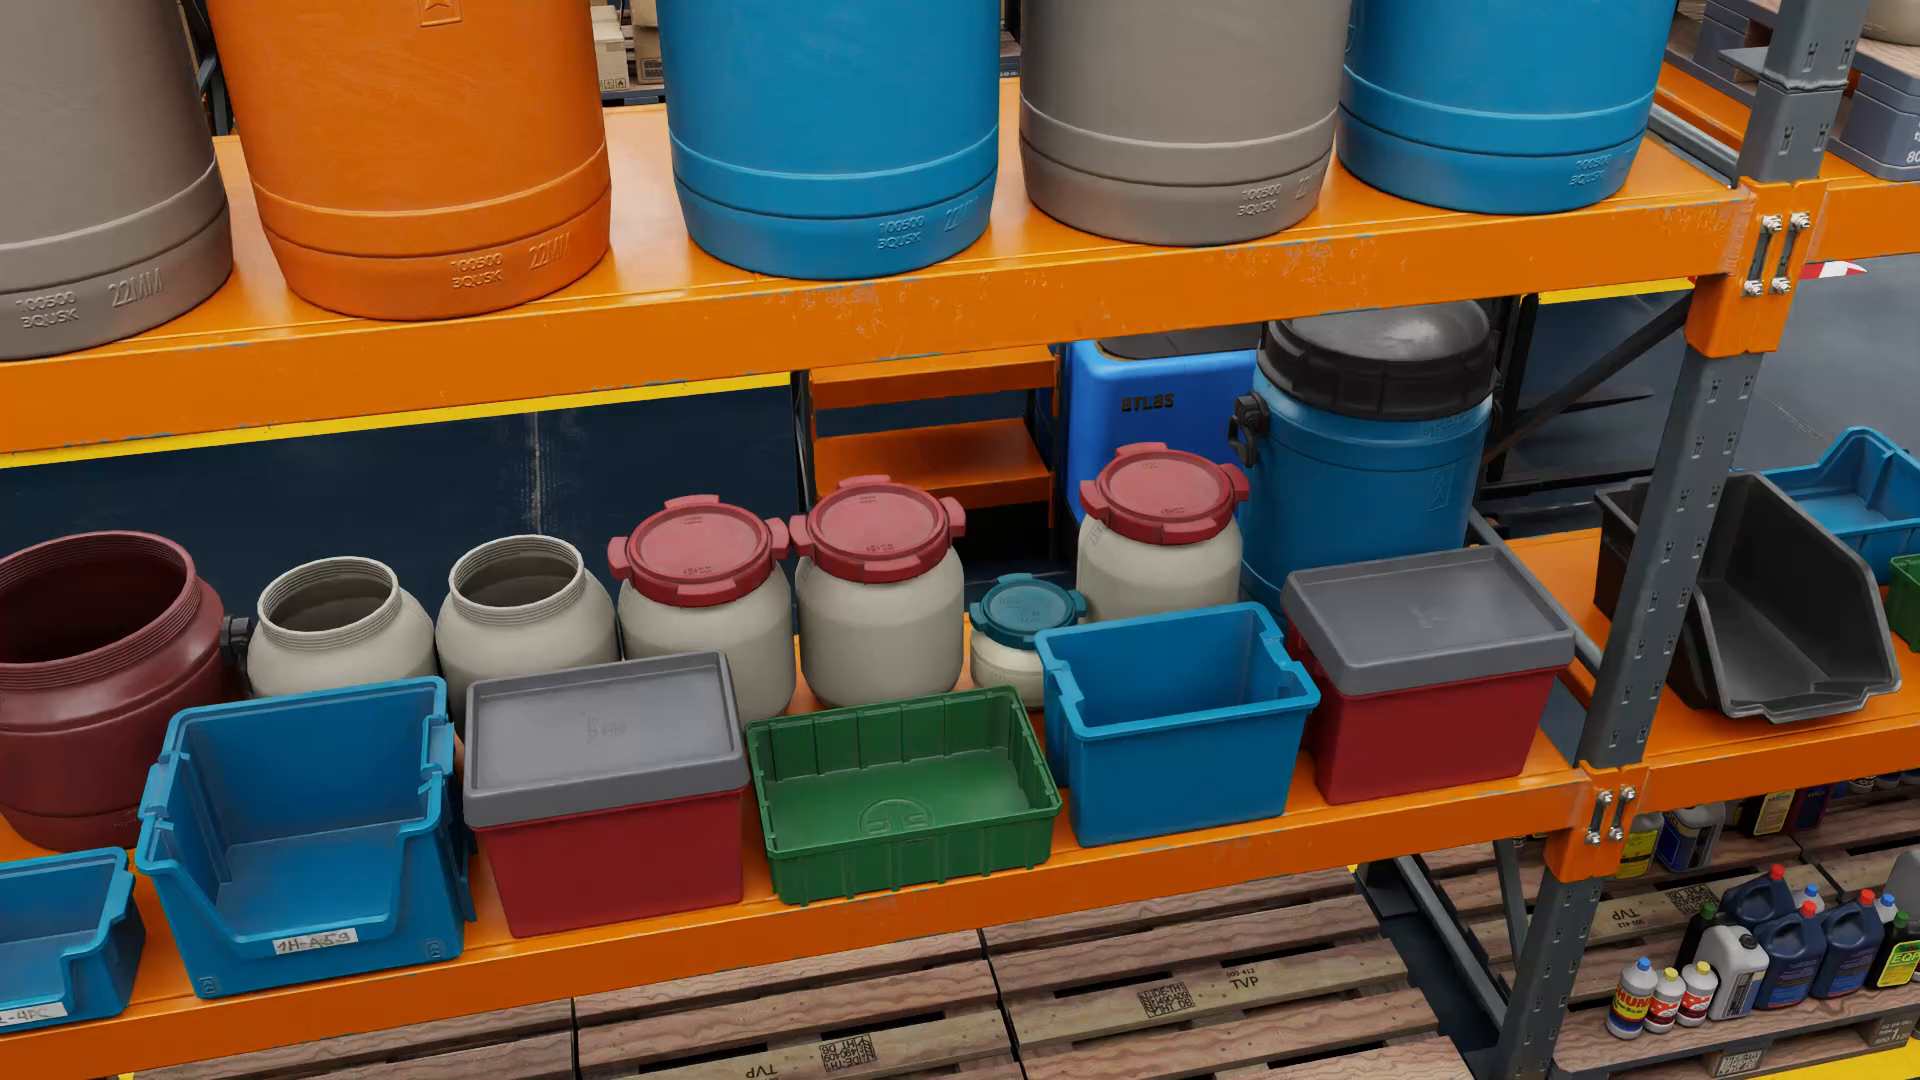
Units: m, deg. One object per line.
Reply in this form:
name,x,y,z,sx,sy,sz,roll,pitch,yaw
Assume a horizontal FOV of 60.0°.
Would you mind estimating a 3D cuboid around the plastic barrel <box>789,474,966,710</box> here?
plastic barrel,-0.201,0.166,4.188,0.433,0.535,0.433,0,34,0

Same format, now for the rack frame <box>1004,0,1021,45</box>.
rack frame,0.404,-2.558,8.369,0.127,3.000,1.000,-7,35,-11

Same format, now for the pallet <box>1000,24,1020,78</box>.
pallet,-0.374,-2.463,8.401,1.213,0.211,1.003,-7,35,-11

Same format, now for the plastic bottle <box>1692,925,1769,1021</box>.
plastic bottle,2.213,1.227,4.779,0.135,0.276,0.152,-6,34,-9

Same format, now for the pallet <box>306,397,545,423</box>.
pallet,-2.735,-1.003,8.556,1.213,0.211,1.003,-7,35,-11

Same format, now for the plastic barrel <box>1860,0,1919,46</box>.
plastic barrel,1.960,-1.278,3.294,0.421,0.512,0.421,0,34,0

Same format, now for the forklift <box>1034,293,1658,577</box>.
forklift,1.875,-1.406,6.715,3.031,2.935,1.130,-7,34,-10

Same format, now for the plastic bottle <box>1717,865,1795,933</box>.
plastic bottle,2.344,1.100,4.902,0.185,0.351,0.144,-7,35,-11

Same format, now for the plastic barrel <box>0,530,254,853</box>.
plastic barrel,-2.019,0.348,3.918,0.708,0.536,0.600,-7,35,-11

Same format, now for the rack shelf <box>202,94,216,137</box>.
rack shelf,-5.448,-1.521,7.471,4.000,0.370,1.077,-7,35,-11

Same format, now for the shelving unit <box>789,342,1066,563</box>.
shelving unit,-0.145,-0.450,6.912,1.048,1.125,0.538,-7,34,-10

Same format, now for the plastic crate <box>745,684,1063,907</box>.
plastic crate,-0.140,0.590,3.869,0.662,0.188,0.450,-7,35,-11

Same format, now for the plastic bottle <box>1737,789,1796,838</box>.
plastic bottle,2.611,0.833,5.360,0.133,0.283,0.061,-7,35,-11

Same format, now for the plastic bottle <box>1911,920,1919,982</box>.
plastic bottle,2.841,1.195,4.894,0.097,0.201,0.097,0,34,0

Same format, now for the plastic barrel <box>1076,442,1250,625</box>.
plastic barrel,0.515,0.076,4.322,0.433,0.535,0.433,0,34,0

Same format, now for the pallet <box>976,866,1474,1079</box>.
pallet,0.739,1.410,4.960,1.213,0.211,1.003,-7,35,-11

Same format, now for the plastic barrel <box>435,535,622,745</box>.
plastic barrel,-1.038,0.285,4.033,0.421,0.512,0.421,0,34,0

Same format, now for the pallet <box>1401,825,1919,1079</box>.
pallet,2.161,1.232,5.224,1.213,0.211,1.003,-7,35,-11

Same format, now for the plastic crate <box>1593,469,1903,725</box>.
plastic crate,2.035,0.165,4.368,0.504,0.338,0.767,-7,35,-11

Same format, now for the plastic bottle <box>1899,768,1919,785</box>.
plastic bottle,3.227,0.688,5.586,0.097,0.271,0.097,0,34,0

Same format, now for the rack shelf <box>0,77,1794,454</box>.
rack shelf,-0.454,-0.567,3.356,4.000,0.370,1.077,-7,35,-11

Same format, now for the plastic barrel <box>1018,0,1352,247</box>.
plastic barrel,0.410,-1.059,2.994,0.600,0.901,0.600,0,34,0

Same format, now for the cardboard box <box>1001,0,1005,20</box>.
cardboard box,0.037,-4.597,12.939,0.875,0.875,0.875,-7,34,-10

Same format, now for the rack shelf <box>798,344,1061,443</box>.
rack shelf,-0.145,-0.693,6.749,1.000,0.278,0.538,-7,34,-10

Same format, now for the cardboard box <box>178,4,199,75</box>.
cardboard box,-5.585,-3.626,11.827,0.500,0.500,0.500,-6,34,-9

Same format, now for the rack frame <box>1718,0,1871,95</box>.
rack frame,1.497,-2.357,2.686,0.127,3.000,1.000,-7,35,-11

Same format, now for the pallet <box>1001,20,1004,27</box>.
pallet,0.167,-4.159,13.258,1.213,0.211,1.003,-7,35,-11

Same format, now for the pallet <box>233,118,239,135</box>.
pallet,-2.826,-2.132,7.907,1.003,0.211,1.213,-7,35,-11

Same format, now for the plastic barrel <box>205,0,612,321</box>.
plastic barrel,-0.918,-0.861,2.764,0.708,0.830,0.600,-7,35,-11

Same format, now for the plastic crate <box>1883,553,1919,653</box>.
plastic crate,2.883,0.209,4.437,0.662,0.188,0.450,-7,35,-11

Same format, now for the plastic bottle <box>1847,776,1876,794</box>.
plastic bottle,3.032,0.742,5.569,0.097,0.201,0.097,0,34,0

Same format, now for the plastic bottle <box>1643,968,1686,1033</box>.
plastic bottle,2.003,1.300,4.737,0.097,0.201,0.097,0,34,0

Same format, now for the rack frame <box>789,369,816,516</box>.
rack frame,-0.643,-0.393,6.826,0.032,1.125,0.500,-7,34,-10

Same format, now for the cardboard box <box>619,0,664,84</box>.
cardboard box,-1.267,-2.512,7.831,0.637,0.503,0.797,-4,34,-6

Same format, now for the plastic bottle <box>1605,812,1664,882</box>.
plastic bottle,2.093,0.894,5.208,0.185,0.351,0.144,-7,35,-11

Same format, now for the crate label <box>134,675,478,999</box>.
crate label,-1.376,0.636,3.578,0.616,0.435,0.502,-7,35,-11

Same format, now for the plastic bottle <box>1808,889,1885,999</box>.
plastic bottle,2.560,1.155,4.820,0.185,0.351,0.144,-9,35,-13

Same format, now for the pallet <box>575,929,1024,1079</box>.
pallet,-0.453,1.562,4.733,1.213,0.211,1.003,-7,35,-11

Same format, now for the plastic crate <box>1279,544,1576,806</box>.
plastic crate,1.092,0.334,4.004,0.583,0.464,0.402,-7,35,-11

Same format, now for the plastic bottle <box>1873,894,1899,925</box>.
plastic bottle,2.695,1.149,4.899,0.097,0.271,0.097,0,34,0

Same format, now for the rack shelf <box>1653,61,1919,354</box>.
rack shelf,3.447,-1.058,4.089,4.000,0.370,1.077,-7,35,-11

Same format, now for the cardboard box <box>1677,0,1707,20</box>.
cardboard box,3.763,-3.162,8.913,0.500,0.500,0.875,-7,35,-11

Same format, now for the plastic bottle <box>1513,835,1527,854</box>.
plastic bottle,1.782,0.900,5.334,0.097,0.201,0.097,0,34,0

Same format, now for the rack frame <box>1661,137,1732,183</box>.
rack frame,4.305,-3.049,9.102,0.127,3.000,1.000,-7,35,-11

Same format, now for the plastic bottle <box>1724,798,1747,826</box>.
plastic bottle,2.563,0.752,5.419,0.185,0.351,0.144,-7,35,-11
